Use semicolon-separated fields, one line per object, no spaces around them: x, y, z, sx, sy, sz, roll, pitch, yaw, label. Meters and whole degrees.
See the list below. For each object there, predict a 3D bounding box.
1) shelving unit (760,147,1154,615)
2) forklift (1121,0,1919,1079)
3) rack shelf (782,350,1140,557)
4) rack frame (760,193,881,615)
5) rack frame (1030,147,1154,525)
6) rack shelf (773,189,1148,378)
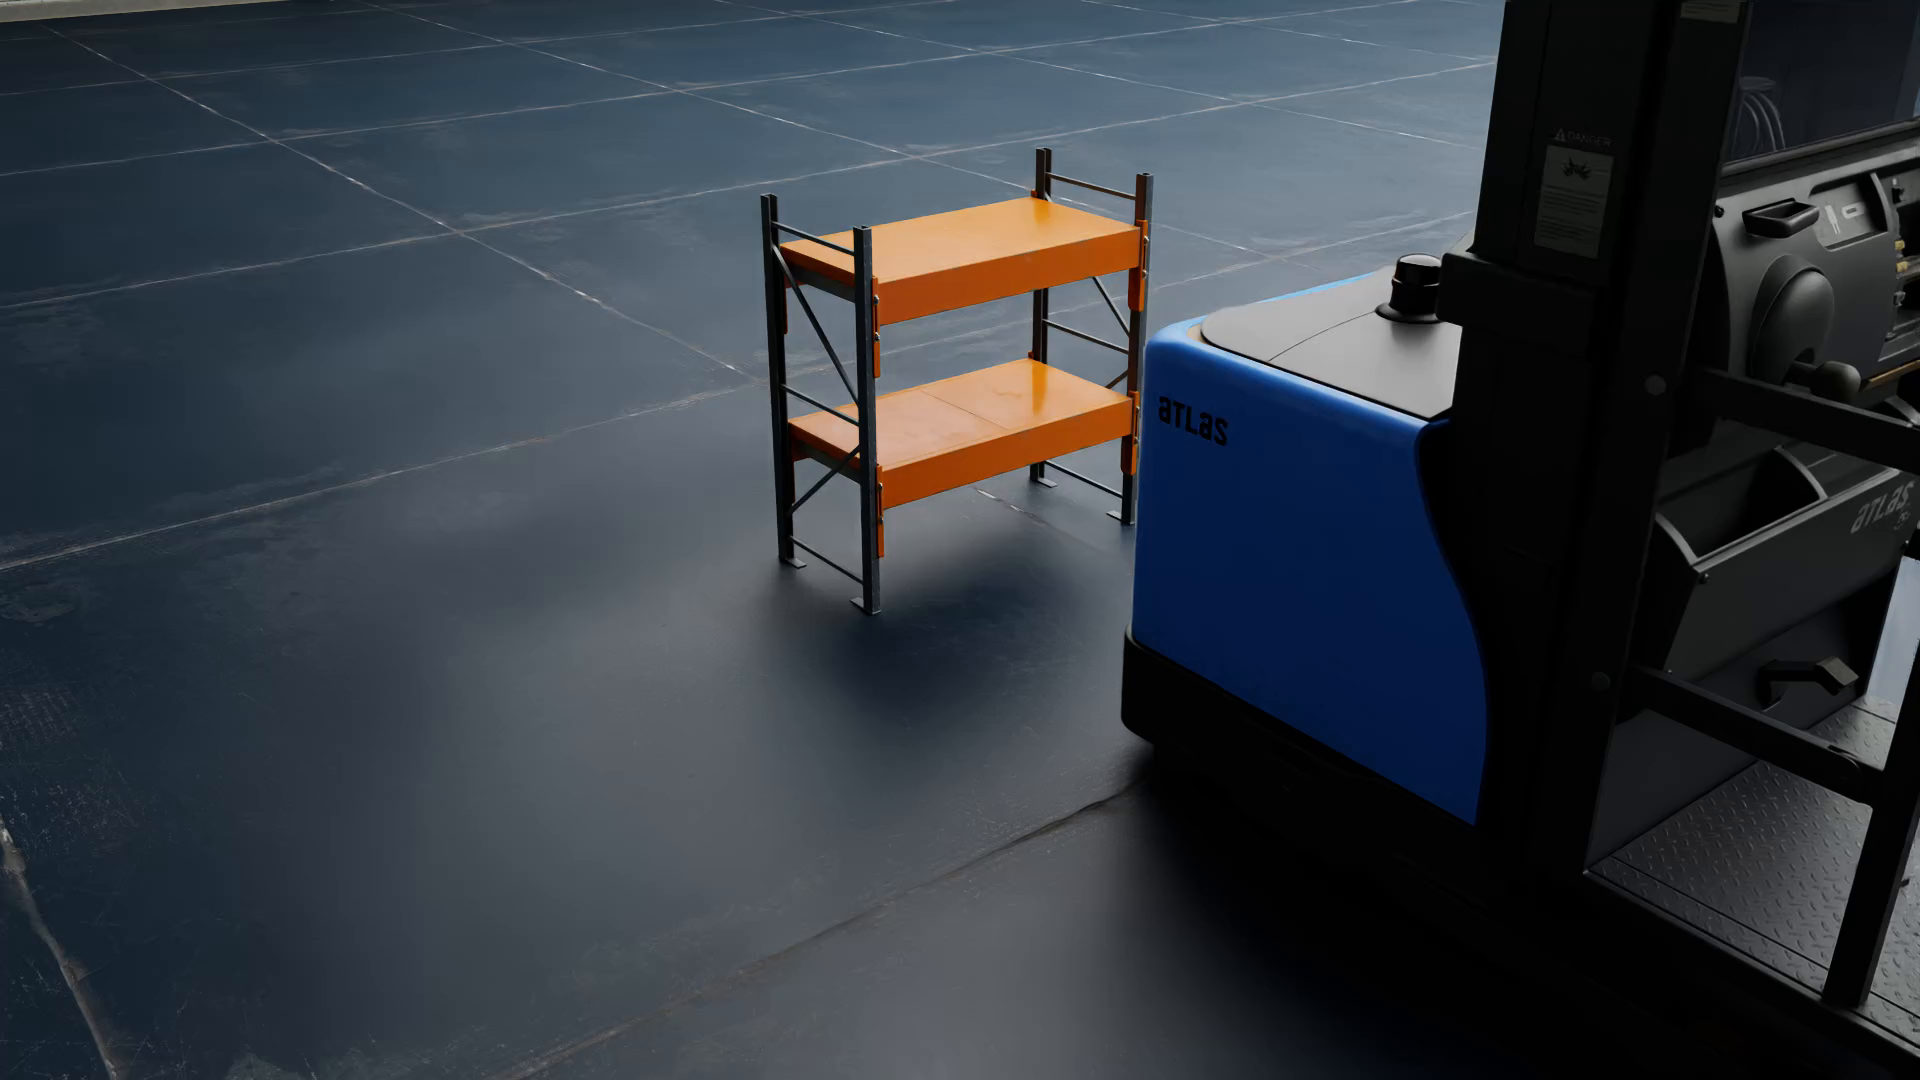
0.005;-0.512;5.017;1.048;1.125;0.538;-18;31;-34;shelving unit
1.698;-0.461;2.761;1.130;2.935;3.031;-18;30;-34;forklift
0.005;-0.290;5.120;1.000;0.278;0.538;-18;31;-34;rack shelf
-0.395;-0.380;4.732;0.032;1.125;0.500;-18;31;-34;rack frame
0.405;-0.644;5.302;0.032;1.125;0.500;-18;31;-34;rack frame
0.005;-0.777;4.894;1.000;0.278;0.538;-18;31;-34;rack shelf
